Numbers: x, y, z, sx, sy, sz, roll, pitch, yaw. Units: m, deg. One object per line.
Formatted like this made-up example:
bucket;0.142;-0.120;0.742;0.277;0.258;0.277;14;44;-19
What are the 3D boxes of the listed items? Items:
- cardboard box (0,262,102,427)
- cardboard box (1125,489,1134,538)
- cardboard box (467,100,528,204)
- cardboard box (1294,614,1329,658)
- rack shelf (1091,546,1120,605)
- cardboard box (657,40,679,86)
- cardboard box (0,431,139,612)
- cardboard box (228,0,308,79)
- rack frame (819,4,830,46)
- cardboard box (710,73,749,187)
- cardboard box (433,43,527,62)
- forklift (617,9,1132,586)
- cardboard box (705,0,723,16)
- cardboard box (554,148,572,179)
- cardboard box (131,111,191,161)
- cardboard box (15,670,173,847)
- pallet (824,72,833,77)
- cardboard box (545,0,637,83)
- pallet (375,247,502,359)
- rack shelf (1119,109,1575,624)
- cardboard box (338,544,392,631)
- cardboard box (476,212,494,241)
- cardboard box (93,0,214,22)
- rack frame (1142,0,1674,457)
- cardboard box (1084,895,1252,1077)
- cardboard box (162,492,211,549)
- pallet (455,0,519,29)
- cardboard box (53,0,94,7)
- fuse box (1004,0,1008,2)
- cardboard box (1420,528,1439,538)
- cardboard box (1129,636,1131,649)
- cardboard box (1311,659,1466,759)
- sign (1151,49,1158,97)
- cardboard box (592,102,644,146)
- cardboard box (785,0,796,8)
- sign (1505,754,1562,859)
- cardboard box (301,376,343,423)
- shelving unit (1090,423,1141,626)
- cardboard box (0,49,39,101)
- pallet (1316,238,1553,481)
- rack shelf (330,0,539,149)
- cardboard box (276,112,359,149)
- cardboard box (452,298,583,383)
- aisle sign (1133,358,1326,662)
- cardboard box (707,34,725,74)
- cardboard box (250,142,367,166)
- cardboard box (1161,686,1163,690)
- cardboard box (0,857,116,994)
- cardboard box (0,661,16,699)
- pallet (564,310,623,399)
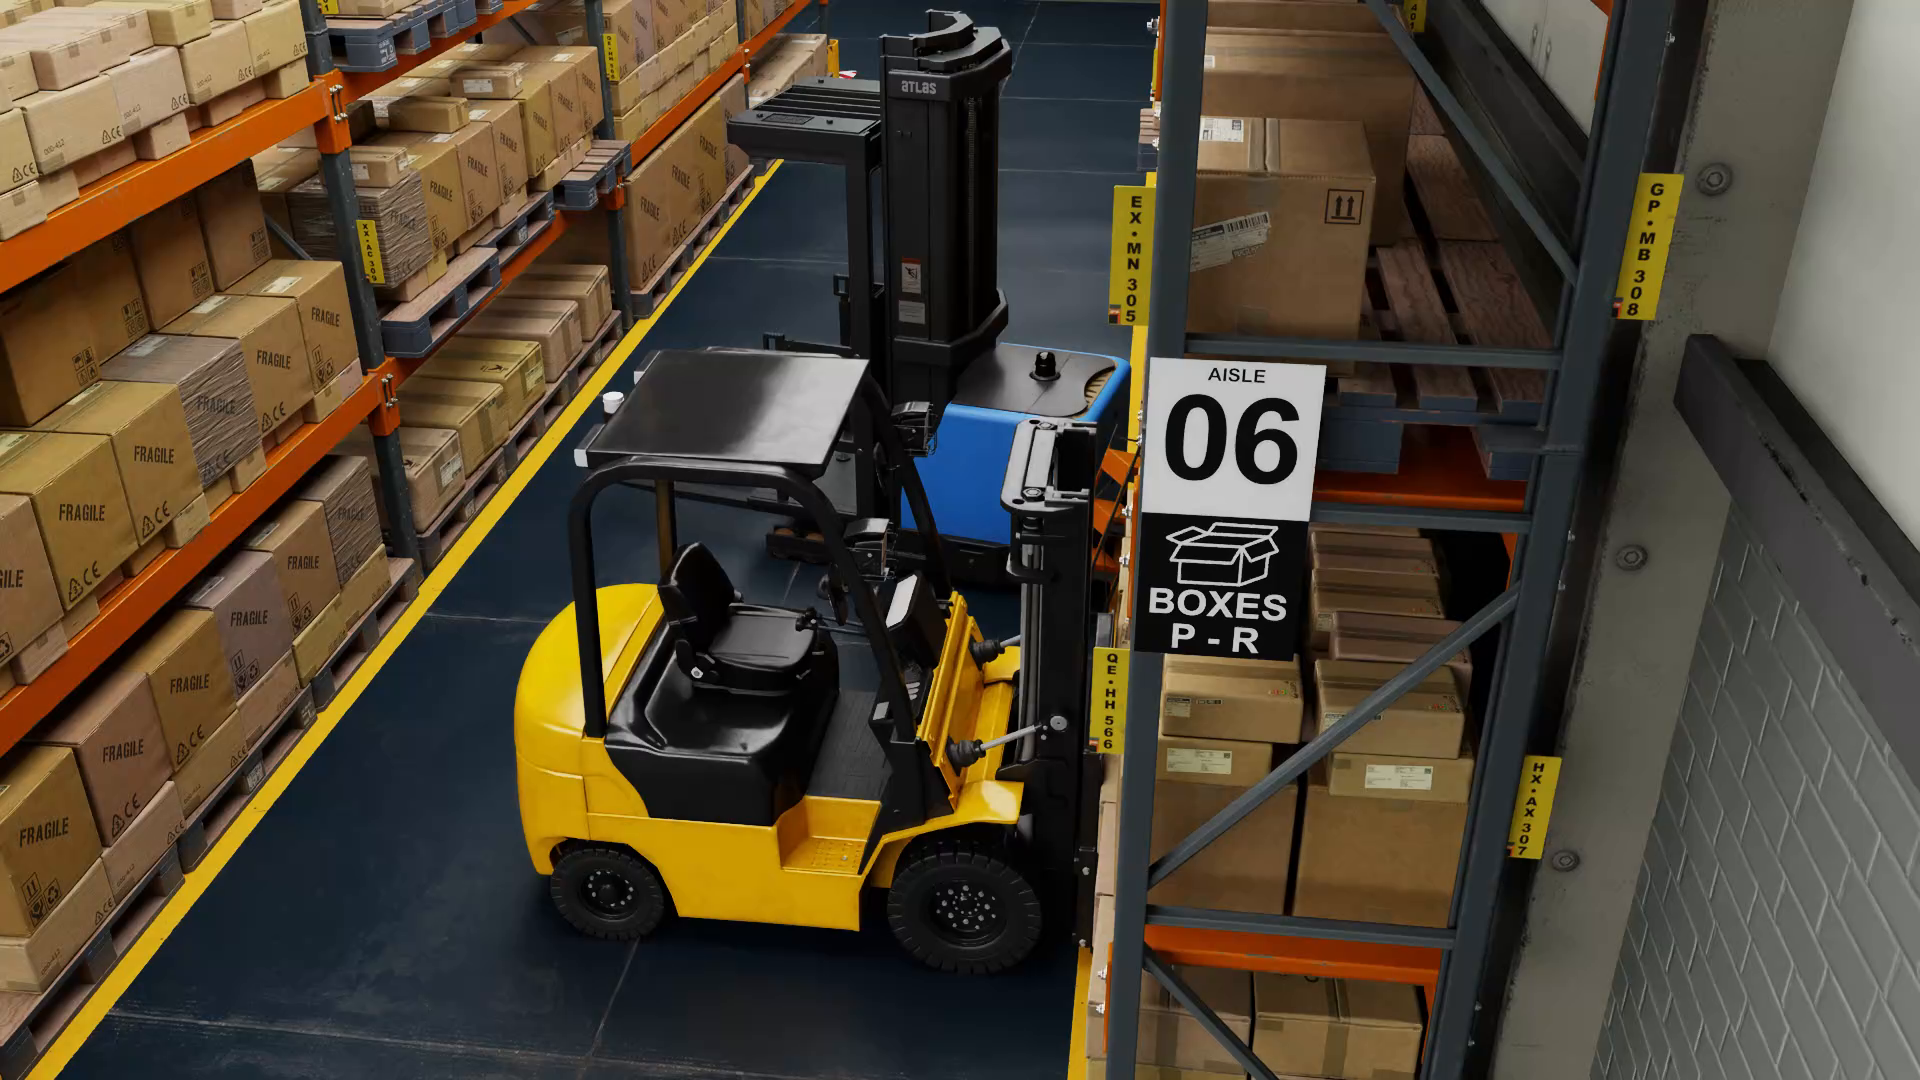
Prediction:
cardboard box;-3.923;-0.792;6.584;0.700;0.500;0.500;3;28;6
cardboard box;1.048;-0.014;8.016;0.500;0.250;0.500;3;28;5
cardboard box;-2.978;-2.370;10.125;0.500;0.500;0.500;2;28;4
cardboard box;1.233;0.361;5.129;0.380;0.149;0.250;3;28;5
rack shelf;0.689;0.185;8.851;0.215;0.259;0.240;9;22;-30
cardboard box;-2.573;-3.834;13.335;0.500;0.250;0.500;3;28;6
cardboard box;-3.543;-0.079;6.314;0.500;0.500;0.500;3;28;5
cardboard box;-3.295;-2.257;7.459;0.500;0.250;0.500;3;28;6
rack frame;-2.037;-6.744;19.106;1.000;3.000;0.127;3;28;6
cardboard box;-2.524;-3.815;15.465;0.875;0.875;0.875;4;29;8
cardboard box;-3.302;-3.140;11.554;0.500;0.500;0.500;3;28;5
forklift;-0.592;-1.385;9.231;3.031;2.935;1.130;9;30;16
cardboard box;-2.389;-4.877;14.480;0.500;0.500;0.500;4;29;7
cardboard box;-2.810;-2.515;11.079;0.380;0.149;0.250;2;28;4
cardboard box;-3.384;-1.656;6.763;0.380;0.149;0.250;4;29;8
cardboard box;-3.562;0.861;6.654;0.500;0.500;0.500;2;28;4
pallet;-2.058;-5.136;19.061;1.003;0.211;1.213;3;28;6
cardboard box;-2.714;-3.681;12.260;0.500;0.500;0.500;2;28;5
pallet;-3.270;-1.363;9.319;1.003;0.211;1.213;3;28;6
rack shelf;1.174;-0.872;5.801;1.077;0.370;4.000;3;28;6
cardboard box;-3.313;0.224;8.628;0.500;0.250;0.500;5;29;9
cardboard box;-3.023;-1.902;9.939;0.380;0.149;0.250;4;29;7
cardboard box;-3.406;-2.251;7.027;0.380;0.149;0.250;4;29;7
rack frame;0.929;-1.567;3.171;1.000;3.000;0.127;3;28;6
cardboard box;0.676;1.424;5.346;0.500;0.250;0.500;4;29;8
cardboard box;-3.422;-0.096;7.030;0.380;0.149;0.250;4;29;7
pallet;-3.202;-3.106;9.389;1.213;0.211;1.003;3;28;6
cardboard box;-3.914;-2.280;7.080;0.380;0.149;0.250;2;28;5
fuse box;0.697;-8.642;23.987;0.539;1.711;0.414;3;28;6
cardboard box;1.449;-0.138;5.740;0.380;0.149;0.250;3;28;5
cardboard box;0.801;0.539;5.481;0.500;0.500;0.500;4;29;8
cardboard box;1.182;0.467;4.617;0.380;0.149;0.250;3;28;5
sign;1.369;-3.194;11.379;0.100;0.325;0.005;3;28;6
cardboard box;-2.708;-3.128;12.552;0.500;0.250;0.500;3;28;5
cardboard box;-2.014;-5.824;17.293;0.500;0.500;0.500;4;29;8
sign;1.479;0.693;4.305;0.100;0.325;0.005;3;28;6
cardboard box;-3.268;-0.698;8.149;0.380;0.149;0.250;4;29;7
shelving unit;0.782;-0.071;8.758;0.215;1.050;0.252;9;22;-30
cardboard box;-3.534;-1.644;5.900;0.380;0.149;0.250;4;29;7
pallet;1.041;-0.539;4.519;1.003;0.211;1.213;3;28;6
rack shelf;-3.263;-3.041;9.828;1.077;0.370;4.000;3;28;6
cardboard box;-3.604;-2.297;9.305;0.380;0.149;0.250;3;28;5
cardboard box;-3.179;-1.394;11.502;0.950;0.372;0.625;3;28;5
aisle sign;0.629;-0.057;3.952;0.394;0.787;0.004;3;28;6
cardboard box;-2.396;-4.330;14.783;0.500;0.250;0.500;3;28;5
cardboard box;-3.619;-1.920;9.289;0.500;0.500;0.500;4;29;6
cardboard box;0.695;0.443;4.976;0.380;0.149;0.250;4;29;7
cardboard box;-3.625;1.449;6.354;0.500;0.250;0.500;3;28;6
cardboard box;-3.621;0.510;5.906;0.380;0.149;0.250;2;28;5
pallet;-3.115;-1.383;12.095;1.003;0.211;1.213;3;28;6
